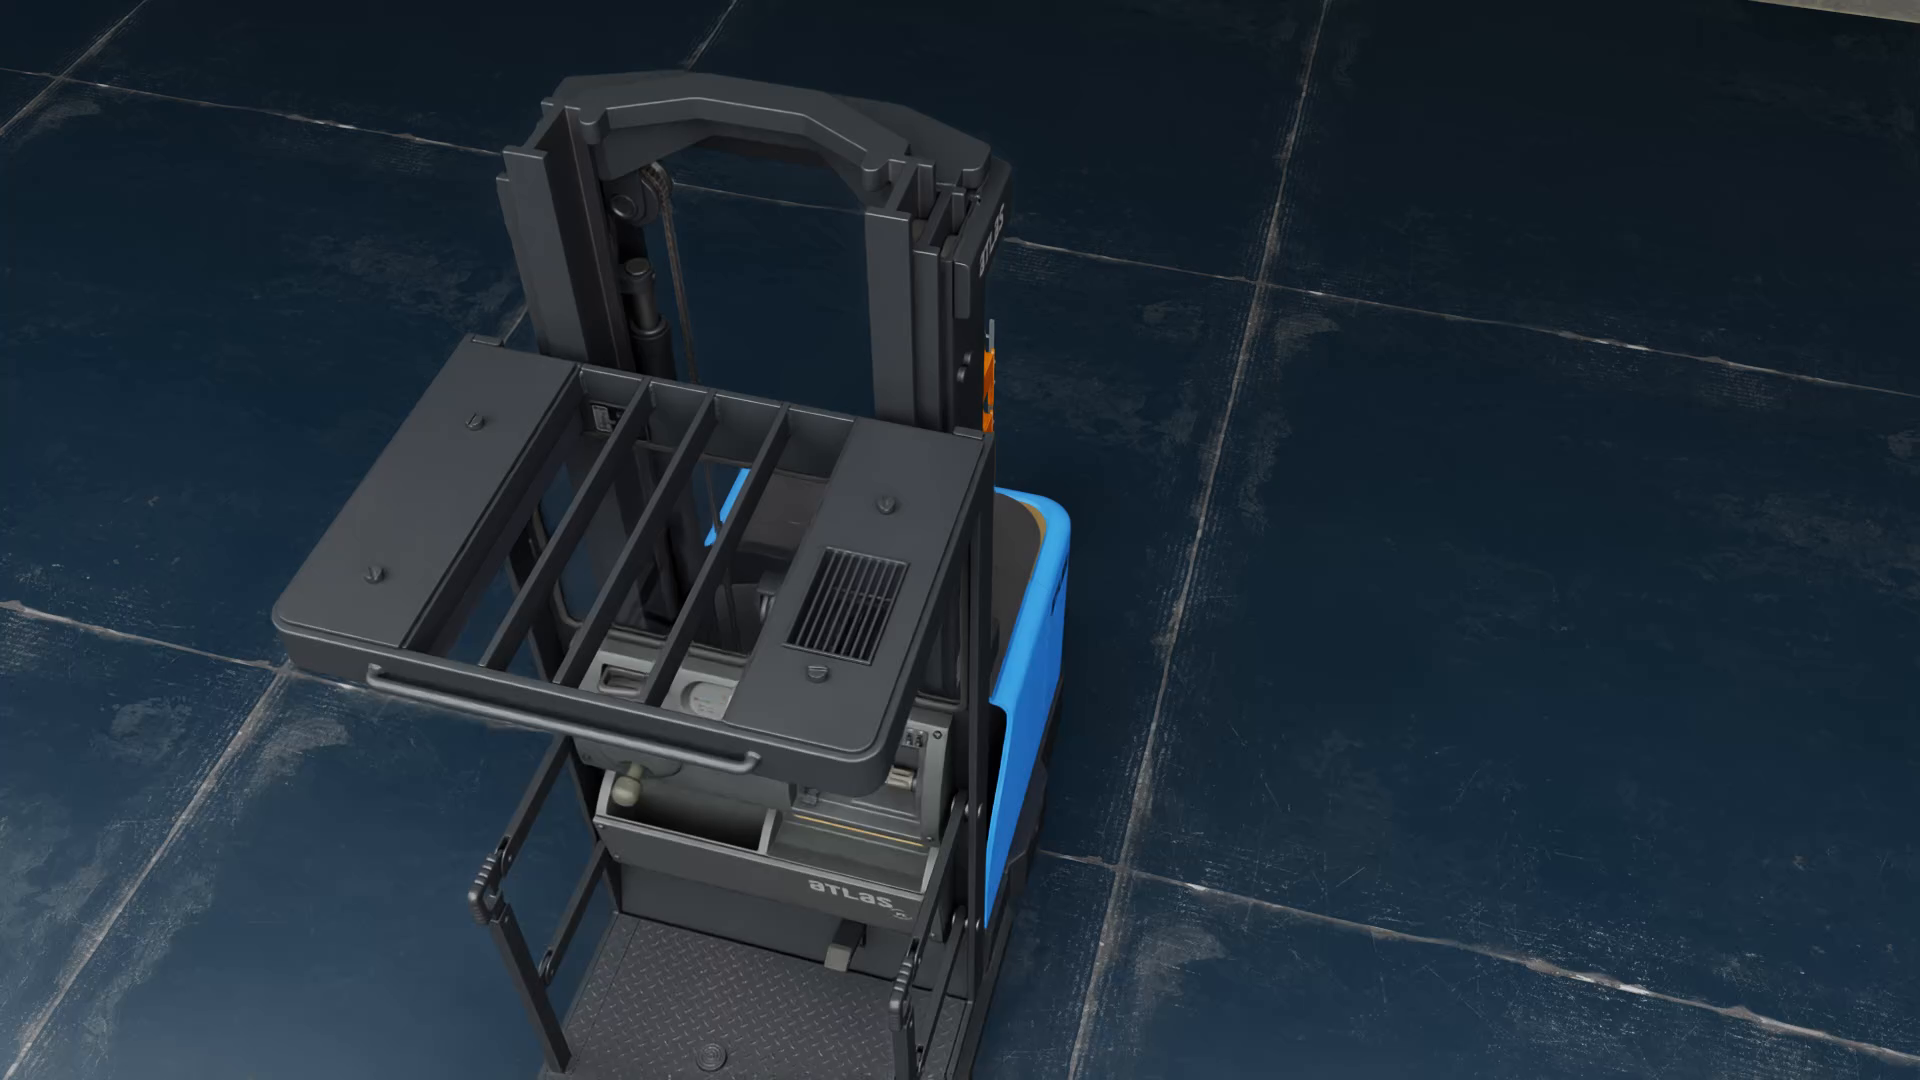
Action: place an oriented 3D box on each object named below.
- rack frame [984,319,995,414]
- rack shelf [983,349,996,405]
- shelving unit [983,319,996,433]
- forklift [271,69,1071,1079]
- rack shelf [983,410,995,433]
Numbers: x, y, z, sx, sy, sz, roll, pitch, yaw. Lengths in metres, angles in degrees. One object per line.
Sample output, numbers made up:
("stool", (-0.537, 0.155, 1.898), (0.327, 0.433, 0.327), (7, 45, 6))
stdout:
("rack frame", (0.018, -0.397, 5.900), (0.200, 1.050, 0.008), (12, 50, 10))
("rack shelf", (-0.014, -0.489, 5.617), (0.215, 0.259, 0.240), (12, 50, 10))
("shelving unit", (-0.014, -0.309, 5.822), (0.215, 1.050, 0.252), (12, 50, 10))
("forklift", (-0.536, 0.595, 3.770), (1.130, 2.935, 3.031), (12, 50, 10))
("rack shelf", (-0.014, -0.302, 5.830), (0.215, 0.259, 0.240), (12, 50, 10))
